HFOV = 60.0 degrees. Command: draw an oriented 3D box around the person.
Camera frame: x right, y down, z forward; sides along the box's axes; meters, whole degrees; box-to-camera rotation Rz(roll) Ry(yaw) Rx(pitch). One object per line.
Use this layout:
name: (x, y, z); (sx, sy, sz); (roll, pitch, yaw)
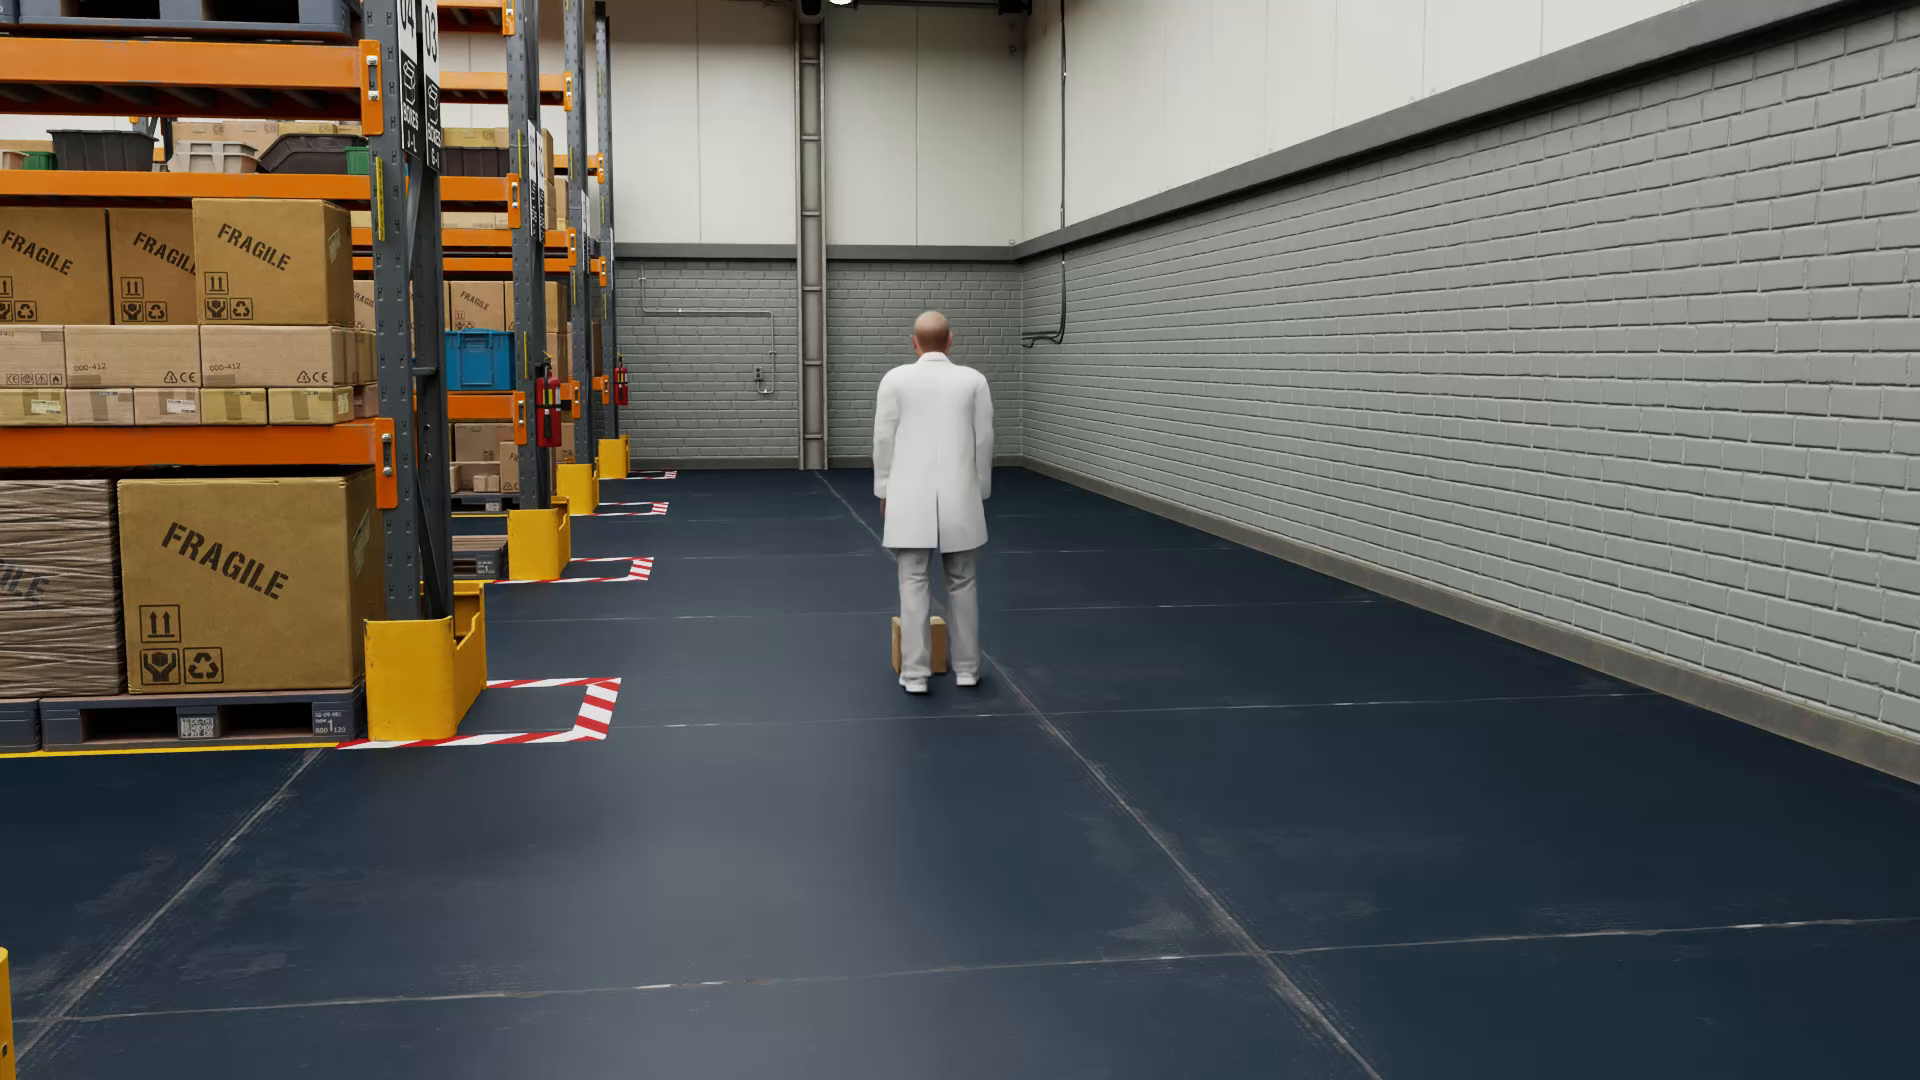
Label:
person: (-0.132, -0.189, 7.905); (0.576, 1.787, 0.508); (-1, 6, -8)
